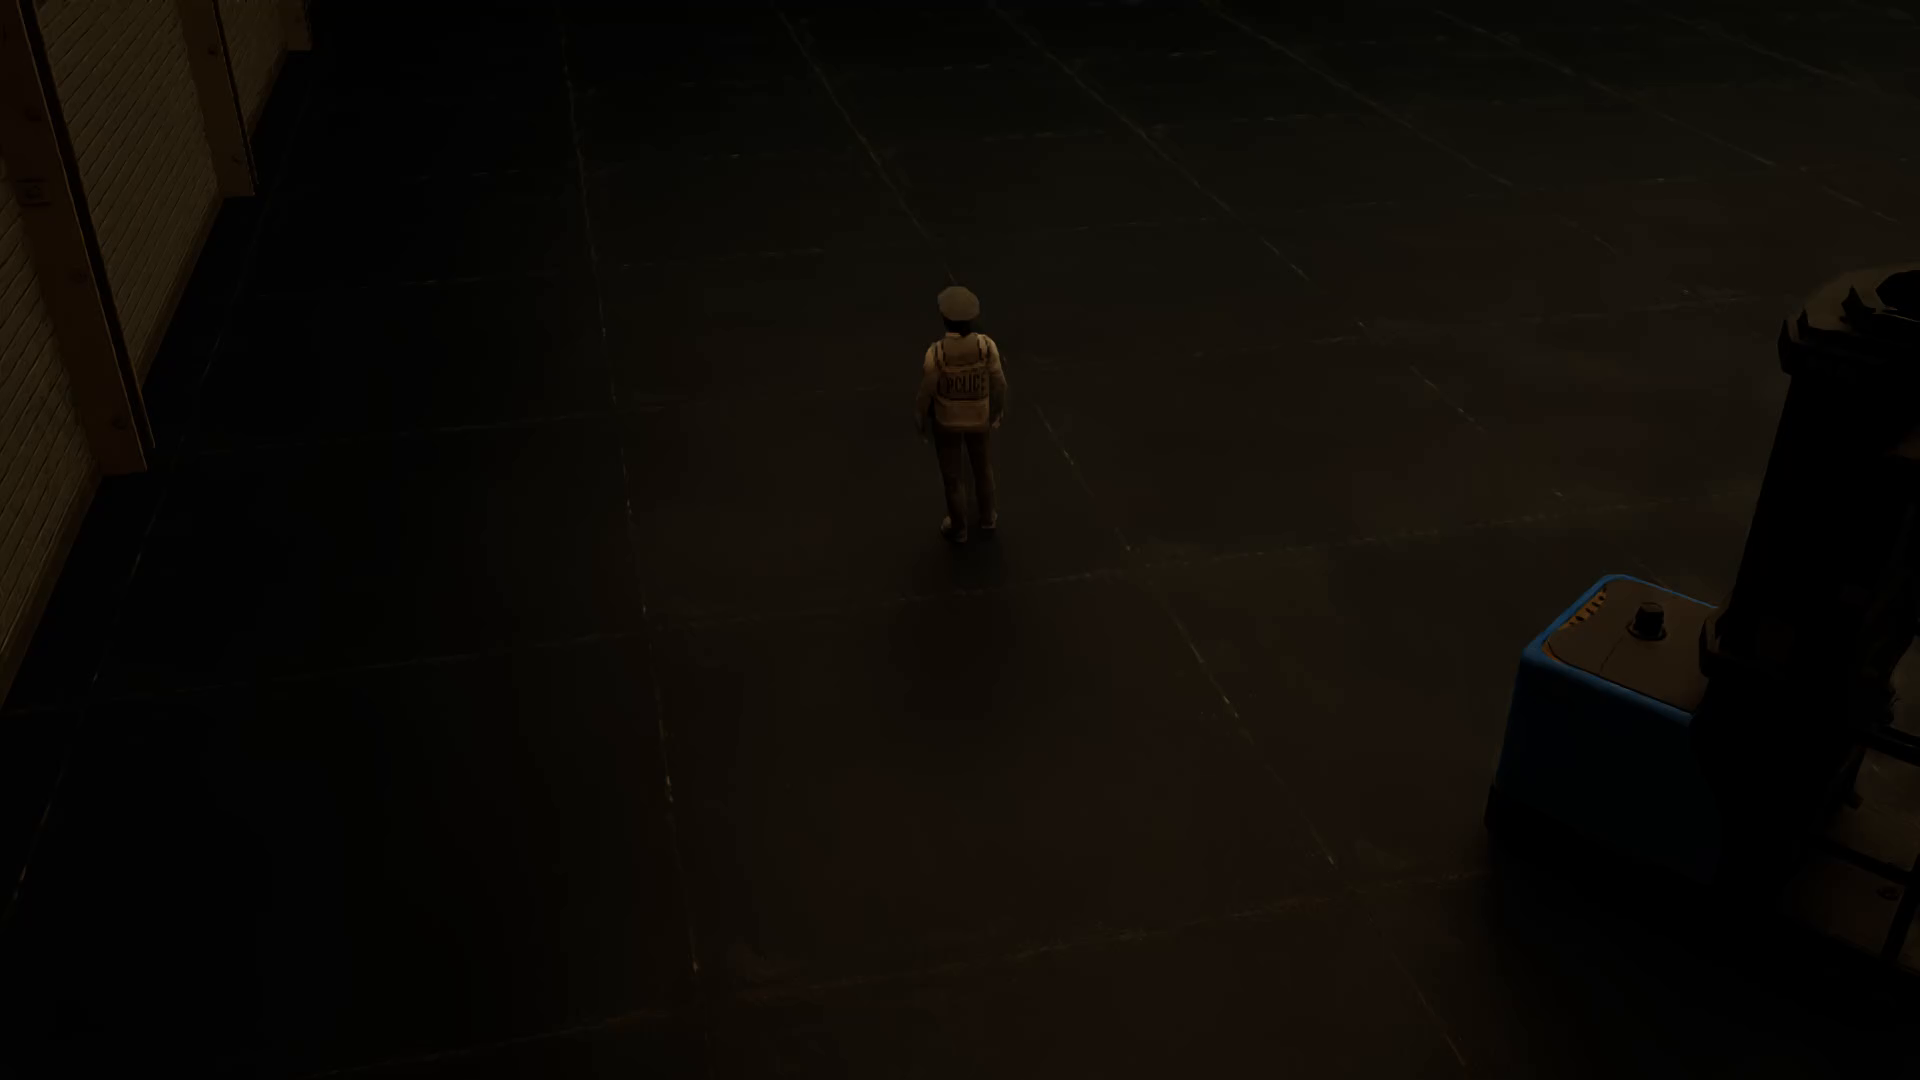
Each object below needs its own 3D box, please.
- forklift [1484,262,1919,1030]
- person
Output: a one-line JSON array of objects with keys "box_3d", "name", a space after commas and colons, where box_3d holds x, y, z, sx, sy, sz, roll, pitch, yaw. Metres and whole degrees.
[{"box_3d": [3.957, 0.476, 6.753, 3.031, 2.935, 1.130, 24, 38, 35], "name": "forklift"}, {"box_3d": [-0.009, -0.773, 10.130, 0.586, 1.695, 0.532, -7, 31, -12], "name": "person"}]
